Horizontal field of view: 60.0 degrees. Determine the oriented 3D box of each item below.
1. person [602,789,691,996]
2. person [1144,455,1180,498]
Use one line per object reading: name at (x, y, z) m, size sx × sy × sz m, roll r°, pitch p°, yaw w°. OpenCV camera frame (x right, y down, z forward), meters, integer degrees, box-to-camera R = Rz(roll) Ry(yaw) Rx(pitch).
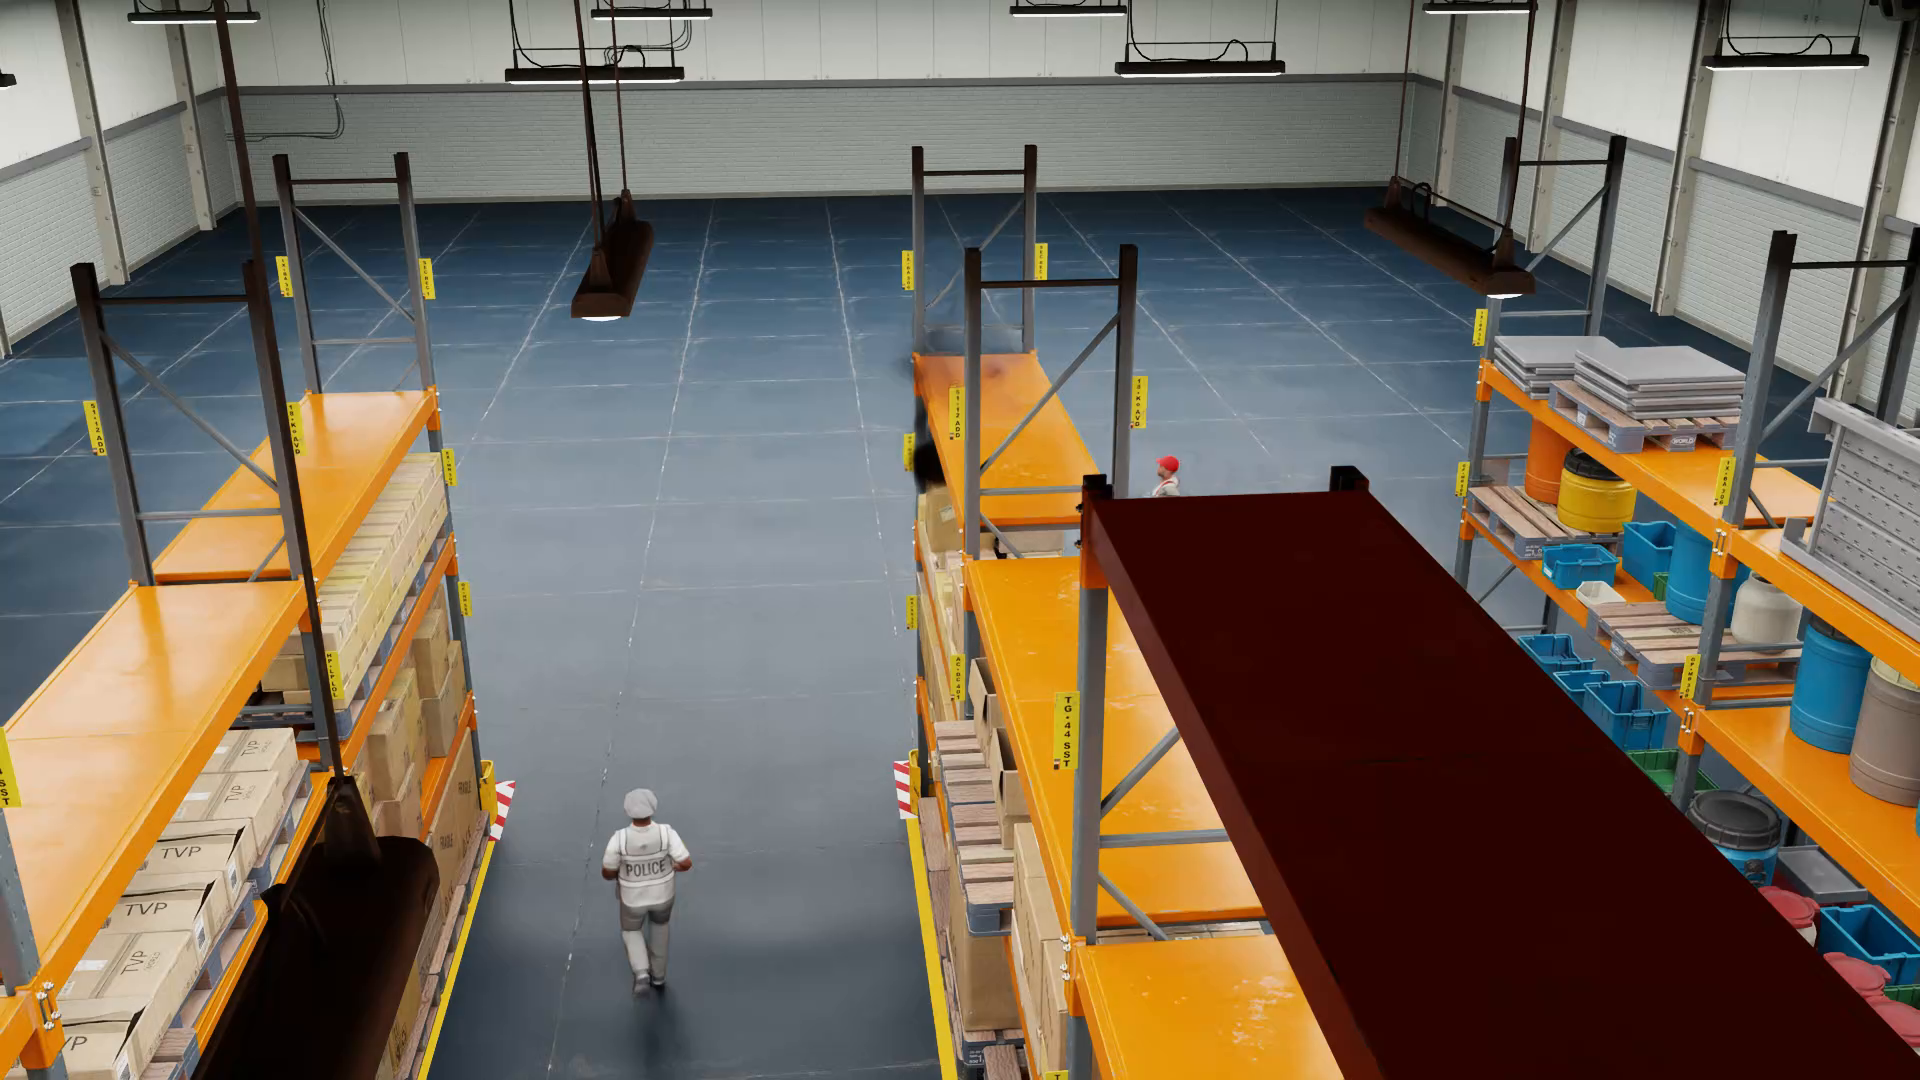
person at (-2.357, 2.659, 12.564) m, size 0.664 × 1.733 × 0.654 m, roll -6°, pitch 22°, yaw -15°
person at (2.434, -0.151, 19.615) m, size 0.928 × 1.779 × 0.658 m, roll 6°, pitch 22°, yaw 14°
